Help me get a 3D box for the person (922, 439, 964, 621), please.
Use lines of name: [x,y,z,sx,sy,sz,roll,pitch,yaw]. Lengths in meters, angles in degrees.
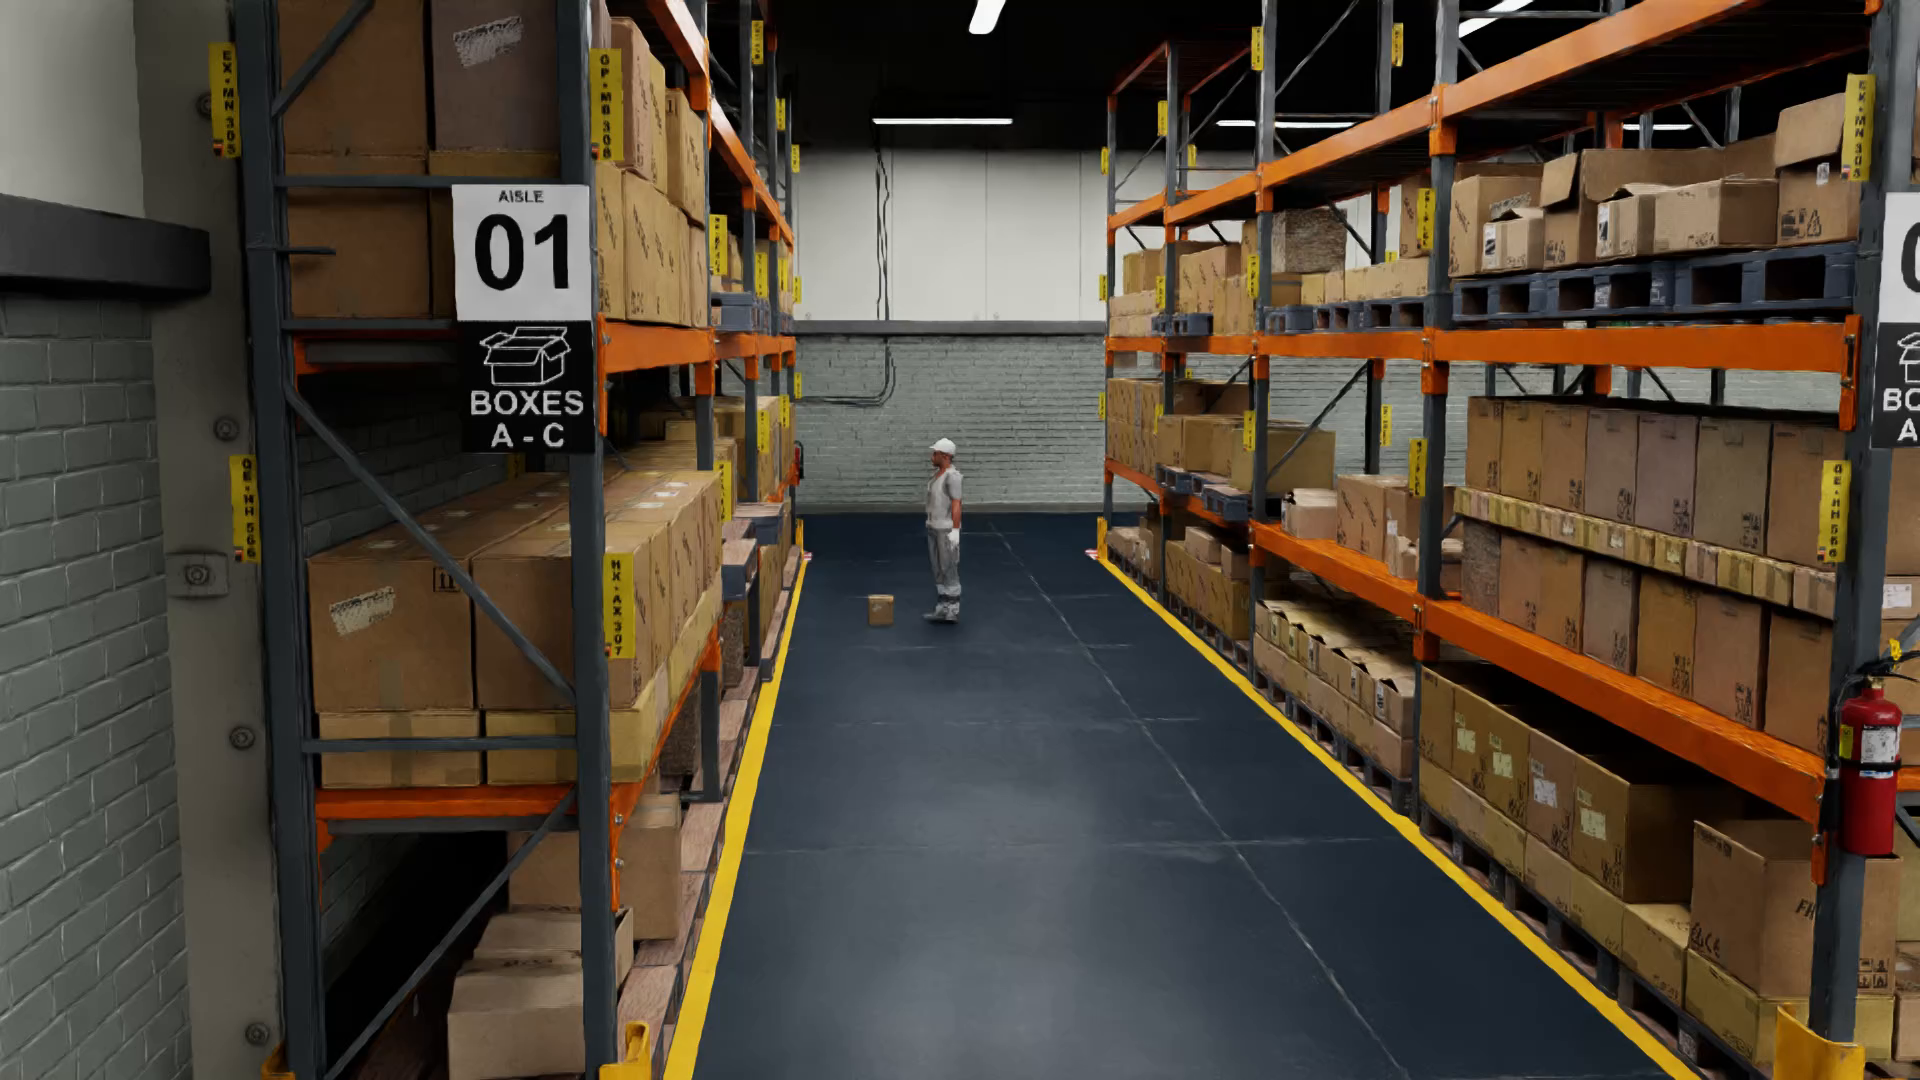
person: [-0.153,-0.095,16.266,0.329,1.792,0.655,-4,8,-28]
